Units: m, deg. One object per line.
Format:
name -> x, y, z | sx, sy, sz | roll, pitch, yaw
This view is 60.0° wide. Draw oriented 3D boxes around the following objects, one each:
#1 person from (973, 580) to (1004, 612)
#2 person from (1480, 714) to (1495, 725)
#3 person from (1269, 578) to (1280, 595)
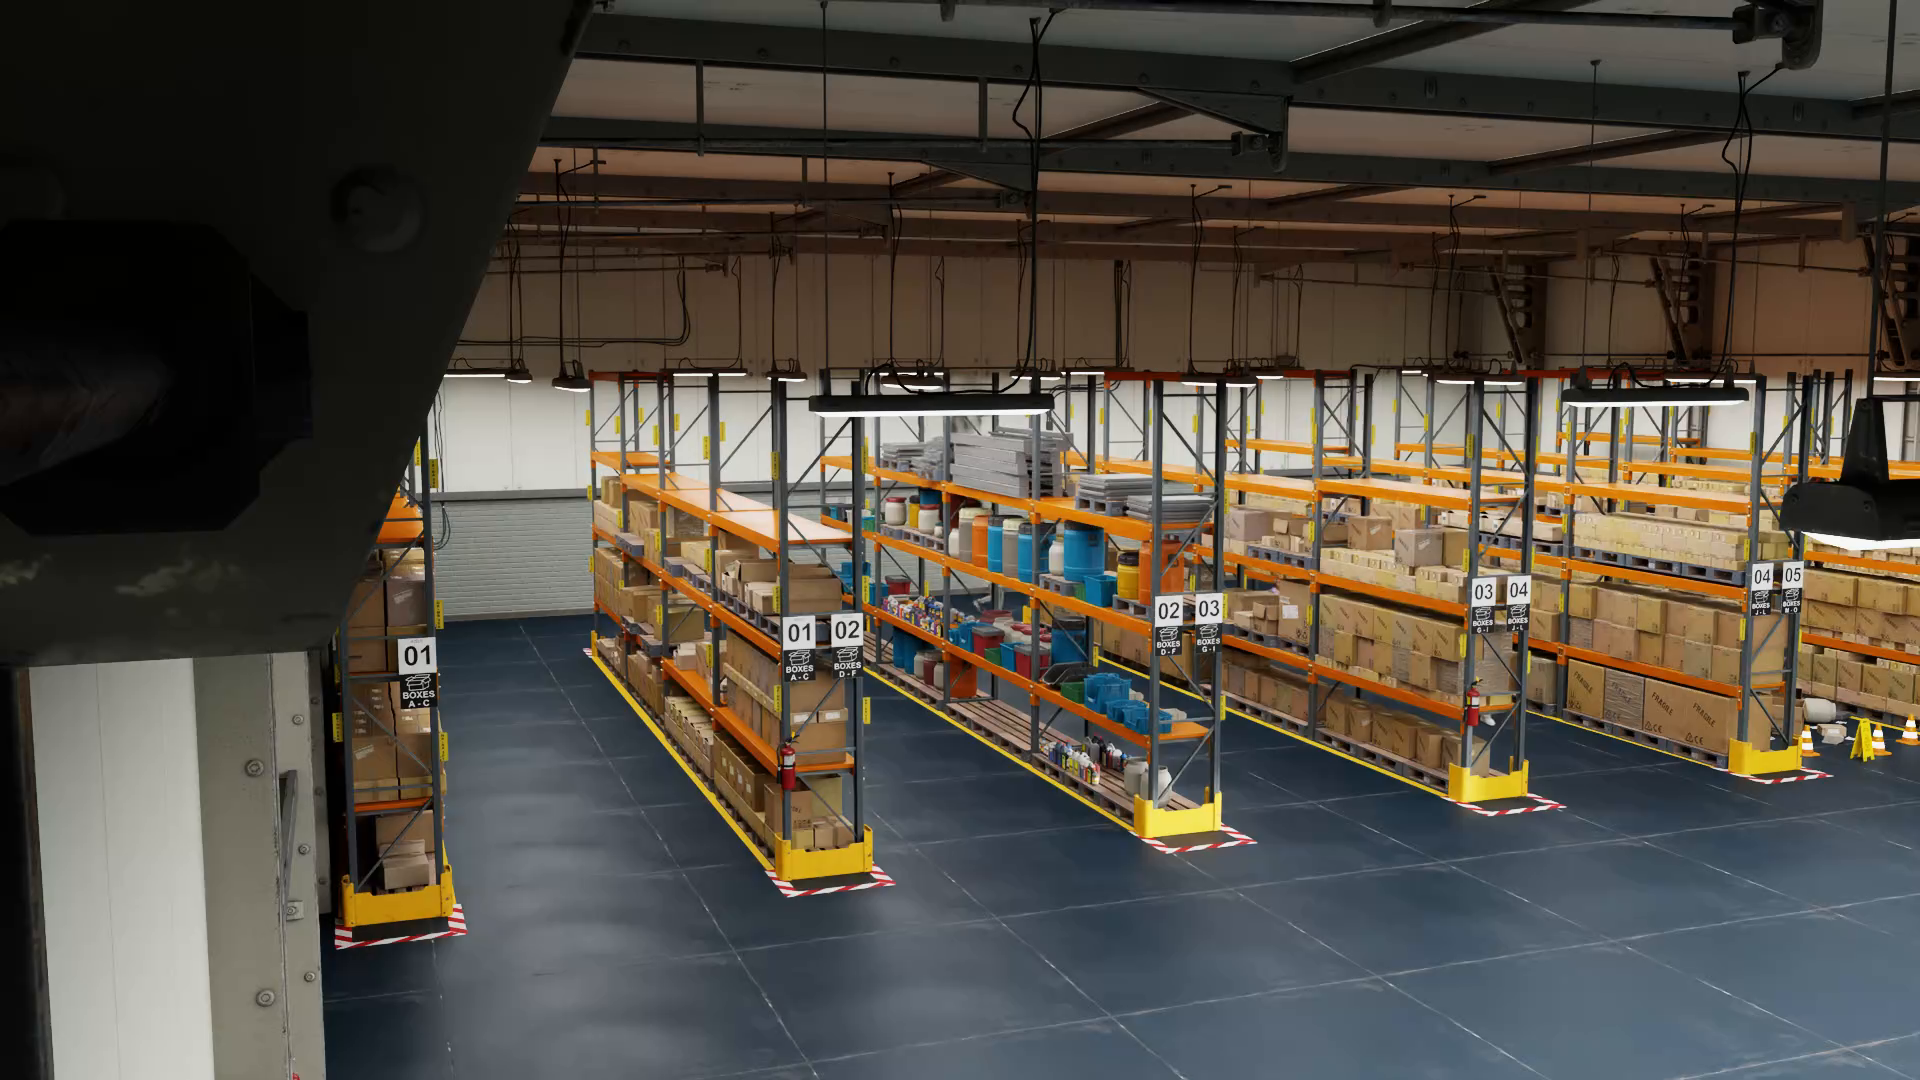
person -> 0.763, 1.022, 39.894 | 0.881, 1.762, 0.700 | -1, 6, -5
person -> 9.024, 2.287, 28.715 | 0.730, 1.723, 0.716 | -4, 7, -29
person -> 6.796, 1.597, 35.489 | 0.527, 1.539, 0.550 | -2, 7, -18
